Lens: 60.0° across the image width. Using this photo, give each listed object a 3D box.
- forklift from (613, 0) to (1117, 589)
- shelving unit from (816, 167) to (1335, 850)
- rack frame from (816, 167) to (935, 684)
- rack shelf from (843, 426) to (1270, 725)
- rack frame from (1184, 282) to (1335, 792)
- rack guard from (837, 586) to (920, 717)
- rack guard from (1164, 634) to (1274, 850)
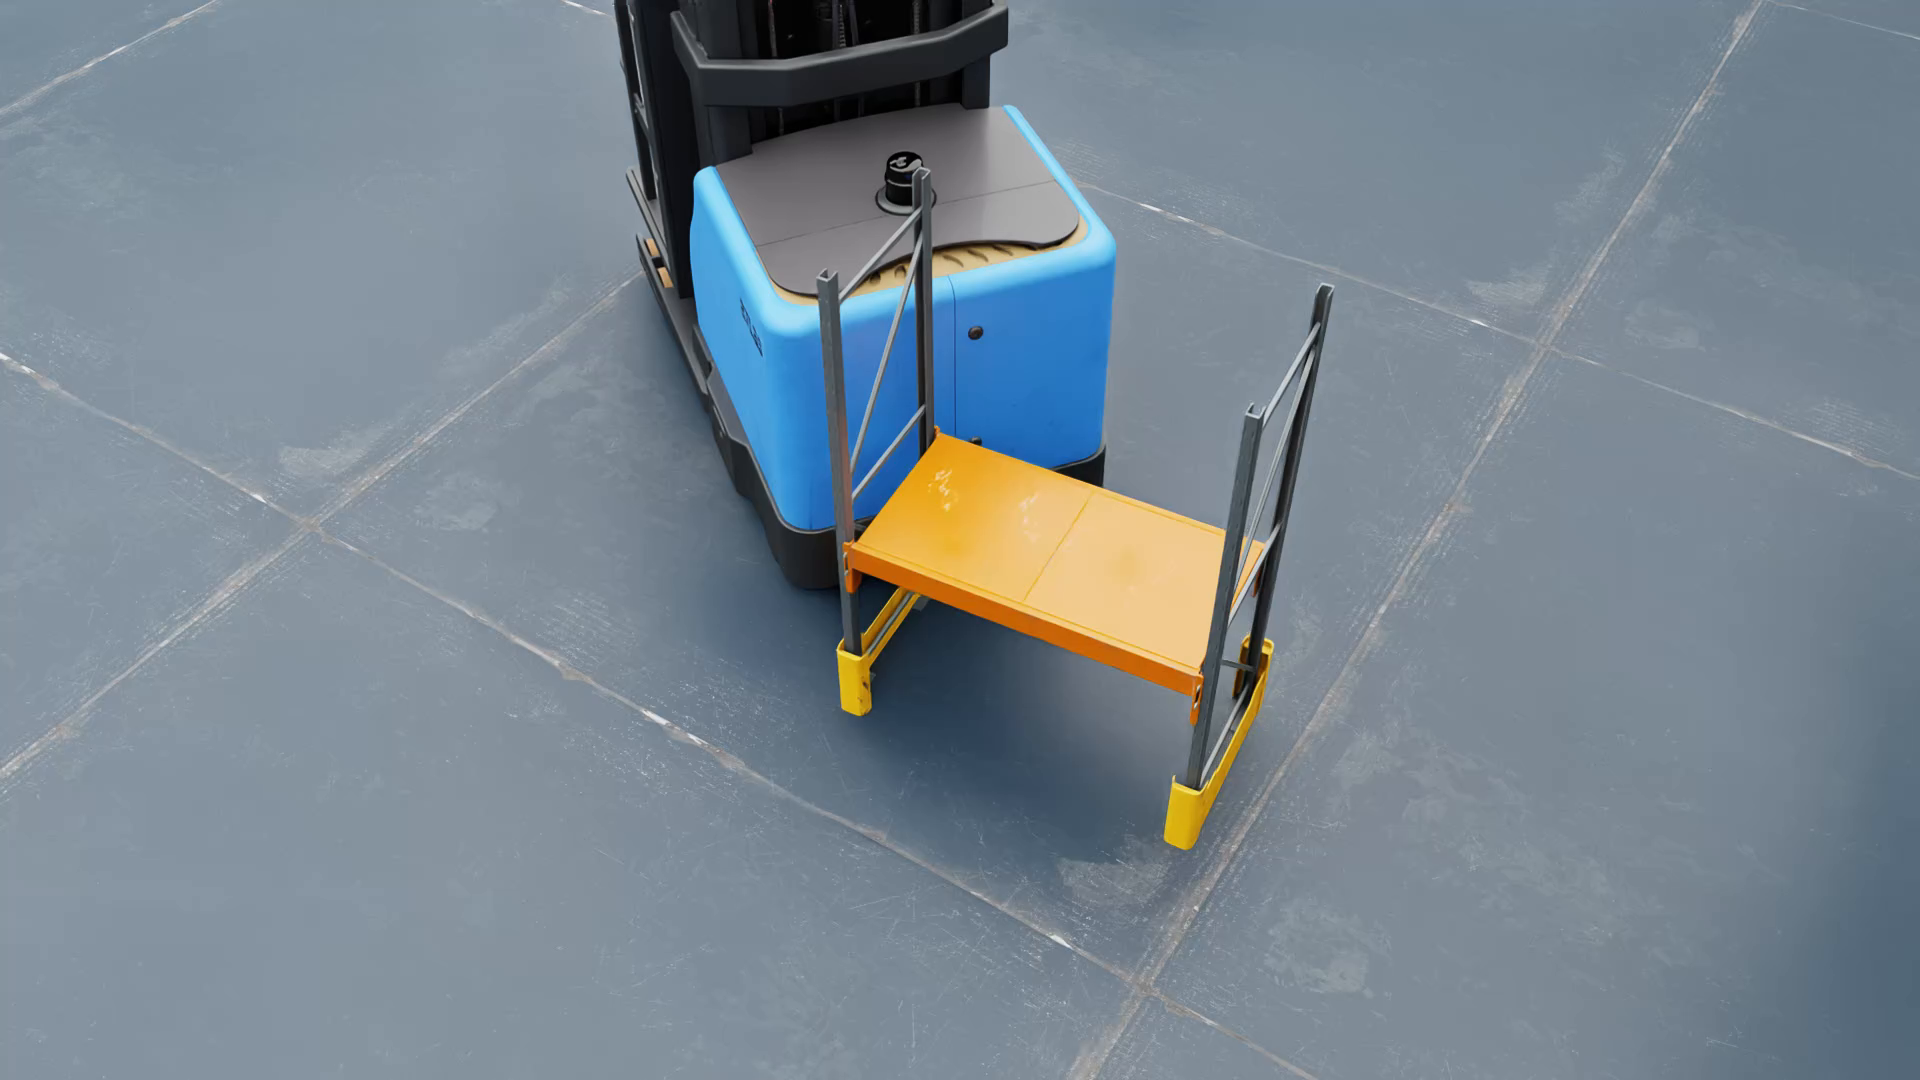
[{"bbox_3d":[-0.549,-1.950,5.101,1.130,2.935,3.031,-15,48,-14],"label":"forklift"},{"bbox_3d":[0.265,-0.051,4.254,1.083,1.500,0.587,20,49,18],"label":"shelving unit"},{"bbox_3d":[-0.196,-0.219,4.418,0.032,1.500,0.500,20,49,18],"label":"rack frame"},{"bbox_3d":[0.257,0.071,4.386,1.000,0.185,0.538,20,49,18],"label":"rack shelf"},{"bbox_3d":[0.710,0.111,4.097,0.032,1.500,0.500,20,49,18],"label":"rack frame"},{"bbox_3d":[-0.179,0.222,4.860,0.087,0.250,0.587,20,49,18],"label":"rack guard"},{"bbox_3d":[0.709,0.546,4.545,0.087,0.250,0.587,20,49,18],"label":"rack guard"}]
